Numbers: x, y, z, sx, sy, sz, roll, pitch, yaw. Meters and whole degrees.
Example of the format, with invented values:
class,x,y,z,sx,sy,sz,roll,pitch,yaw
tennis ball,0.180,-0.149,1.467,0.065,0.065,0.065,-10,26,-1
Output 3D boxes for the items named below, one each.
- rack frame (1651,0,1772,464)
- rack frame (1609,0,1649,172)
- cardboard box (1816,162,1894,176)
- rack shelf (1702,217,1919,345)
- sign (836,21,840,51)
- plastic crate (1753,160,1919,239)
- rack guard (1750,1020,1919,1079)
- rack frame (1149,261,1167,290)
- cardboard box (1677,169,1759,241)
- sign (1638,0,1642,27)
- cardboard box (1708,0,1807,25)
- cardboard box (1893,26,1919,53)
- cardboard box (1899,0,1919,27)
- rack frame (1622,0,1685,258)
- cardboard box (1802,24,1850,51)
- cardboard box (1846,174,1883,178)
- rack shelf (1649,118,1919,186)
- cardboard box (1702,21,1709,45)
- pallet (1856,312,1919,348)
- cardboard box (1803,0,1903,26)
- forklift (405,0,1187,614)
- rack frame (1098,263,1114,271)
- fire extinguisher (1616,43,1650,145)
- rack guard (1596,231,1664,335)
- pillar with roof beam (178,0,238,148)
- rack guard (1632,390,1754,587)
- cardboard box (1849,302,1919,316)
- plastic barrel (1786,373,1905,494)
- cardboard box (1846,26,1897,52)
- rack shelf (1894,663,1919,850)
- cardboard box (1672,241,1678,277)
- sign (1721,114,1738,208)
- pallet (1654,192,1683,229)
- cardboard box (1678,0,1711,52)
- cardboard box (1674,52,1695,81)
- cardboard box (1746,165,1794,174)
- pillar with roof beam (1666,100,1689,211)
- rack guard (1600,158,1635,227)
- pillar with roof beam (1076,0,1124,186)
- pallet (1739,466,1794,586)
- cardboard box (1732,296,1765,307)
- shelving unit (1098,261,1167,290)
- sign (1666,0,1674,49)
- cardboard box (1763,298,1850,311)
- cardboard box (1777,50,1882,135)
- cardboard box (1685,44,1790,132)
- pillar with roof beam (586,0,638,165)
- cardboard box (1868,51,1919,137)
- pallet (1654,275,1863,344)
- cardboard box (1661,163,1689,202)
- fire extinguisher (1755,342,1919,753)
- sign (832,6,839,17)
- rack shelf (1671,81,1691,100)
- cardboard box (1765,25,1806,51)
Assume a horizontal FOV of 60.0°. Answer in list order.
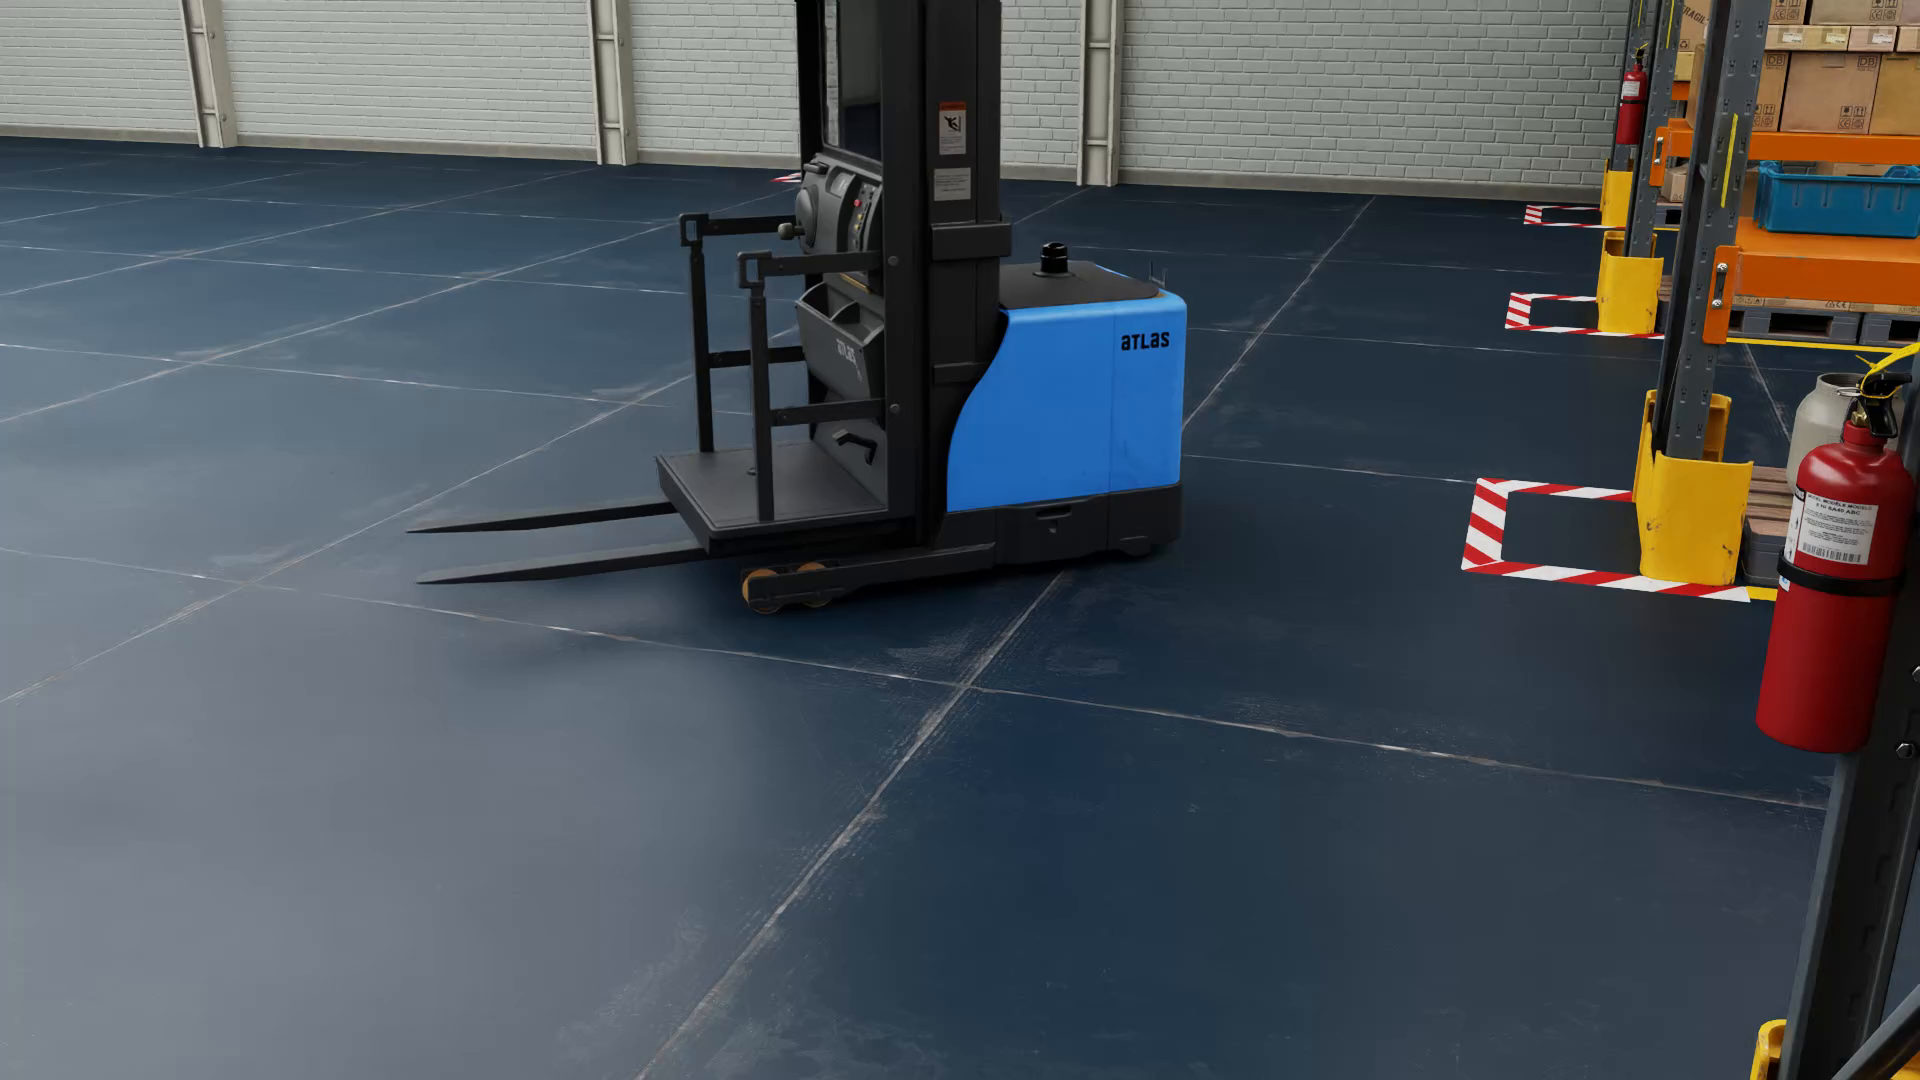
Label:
class,x,y,z,sx,sy,sz,roll,pitch,yaw
rack frame,2.987,-1.421,6.595,0.127,3.000,1.000,7,20,18
rack frame,6.239,-4.501,15.432,0.127,3.000,1.000,7,20,18
cardboard box,8.078,-3.270,15.028,0.500,0.500,0.700,5,20,15
rack shelf,4.877,-0.865,6.094,4.000,0.370,1.077,7,20,18
sign,-1.294,-5.730,18.904,0.234,0.329,0.001,7,20,18
plastic crate,3.558,-1.390,6.732,0.616,0.251,0.499,7,20,18
rack guard,1.434,1.308,2.565,0.348,0.500,1.175,7,20,18
rack frame,0.883,-0.730,7.574,0.008,1.050,0.200,-4,20,-12
cardboard box,5.221,-2.249,11.372,0.500,0.500,0.500,7,20,18
sign,6.061,-4.741,14.806,0.005,0.325,0.100,7,20,18
cardboard box,5.103,-3.560,10.610,0.500,0.500,0.700,7,20,18
cardboard box,5.892,-3.094,10.257,0.250,0.149,0.380,6,20,16
cardboard box,6.078,-3.451,10.297,0.500,0.500,0.700,7,20,18
rack frame,4.617,-2.961,11.013,0.127,3.000,1.000,7,20,18
cardboard box,5.402,-3.150,10.418,0.250,0.149,0.380,7,20,18
cardboard box,6.170,-2.146,11.075,0.500,0.500,0.500,7,20,18
rack shelf,6.506,-2.405,10.511,4.000,0.370,1.077,7,20,18
cardboard box,5.040,-3.332,10.941,0.250,0.149,0.380,6,20,17
pallet,6.501,-1.442,10.892,1.213,0.211,1.003,7,20,18
cardboard box,5.602,-3.505,10.452,0.500,0.500,0.700,6,20,17
forklift,-0.653,-1.301,6.357,3.031,2.935,1.130,-7,20,-20
rack frame,0.646,-0.711,7.522,0.008,1.050,0.200,-4,20,-12
fire extinguisher,4.657,-3.081,11.476,0.183,0.674,0.296,7,20,18
rack guard,4.594,-1.783,11.431,0.348,0.500,1.175,7,20,18
pillar with roof beam,-11.232,-8.133,16.737,0.400,9.000,9.100,7,20,18
rack guard,3.075,-0.247,7.025,0.348,0.500,1.175,7,20,18
cardboard box,5.996,-1.626,10.724,0.500,0.250,0.500,7,20,18
plastic barrel,3.634,-0.397,6.800,0.421,0.512,0.421,0,19,0
cardboard box,5.640,-3.122,10.338,0.250,0.149,0.380,6,20,17
rack shelf,3.251,0.675,1.676,4.000,0.370,1.077,7,20,18
cardboard box,5.220,-1.895,11.493,0.500,0.250,0.500,7,20,18
sign,2.803,-1.381,6.061,0.005,0.325,0.100,7,20,18
pallet,7.066,-3.078,15.585,1.213,0.211,1.003,7,20,18
cardboard box,6.591,-4.649,14.914,0.500,0.500,0.500,7,20,18
cardboard box,6.595,-4.288,15.019,0.500,0.250,0.500,6,20,16
cardboard box,7.401,-3.275,15.331,0.500,0.311,0.500,8,21,23
pillar with roof beam,5.771,-6.189,11.160,0.400,9.000,9.100,7,20,18
rack guard,6.310,-3.313,15.820,0.348,0.500,1.175,7,20,18
pillar with roof beam,0.103,-6.837,13.019,0.400,9.000,9.100,7,20,18
pallet,3.840,-0.021,6.816,1.213,0.211,1.003,7,20,18
cardboard box,5.050,-1.733,11.031,0.500,0.250,0.500,7,20,18
shelving unit,0.764,-0.720,7.548,0.252,1.050,0.215,-4,20,-12
sign,4.429,-3.235,10.364,0.005,0.325,0.100,7,20,18
cardboard box,5.524,-1.681,10.880,0.500,0.250,0.500,7,20,18
cardboard box,5.551,-2.898,10.682,0.500,0.500,0.700,7,20,19
cardboard box,5.053,-2.953,10.840,0.500,0.500,0.700,7,20,18
pillar with roof beam,-5.564,-7.485,14.878,0.400,9.000,9.100,7,20,18
cardboard box,6.018,-2.843,10.523,0.500,0.500,0.700,7,20,18
pallet,5.353,-1.574,11.272,1.213,0.211,1.003,7,20,18
cardboard box,6.863,-3.337,15.508,0.500,0.311,0.500,4,20,12
fire extinguisher,1.405,0.000,2.637,0.183,0.674,0.296,7,20,18
sign,-1.293,-5.977,18.807,0.331,0.109,0.001,7,20,18
rack shelf,8.128,-3.946,14.931,4.000,0.370,1.077,7,20,18
cardboard box,5.167,-3.177,10.496,0.250,0.149,0.380,6,20,17
